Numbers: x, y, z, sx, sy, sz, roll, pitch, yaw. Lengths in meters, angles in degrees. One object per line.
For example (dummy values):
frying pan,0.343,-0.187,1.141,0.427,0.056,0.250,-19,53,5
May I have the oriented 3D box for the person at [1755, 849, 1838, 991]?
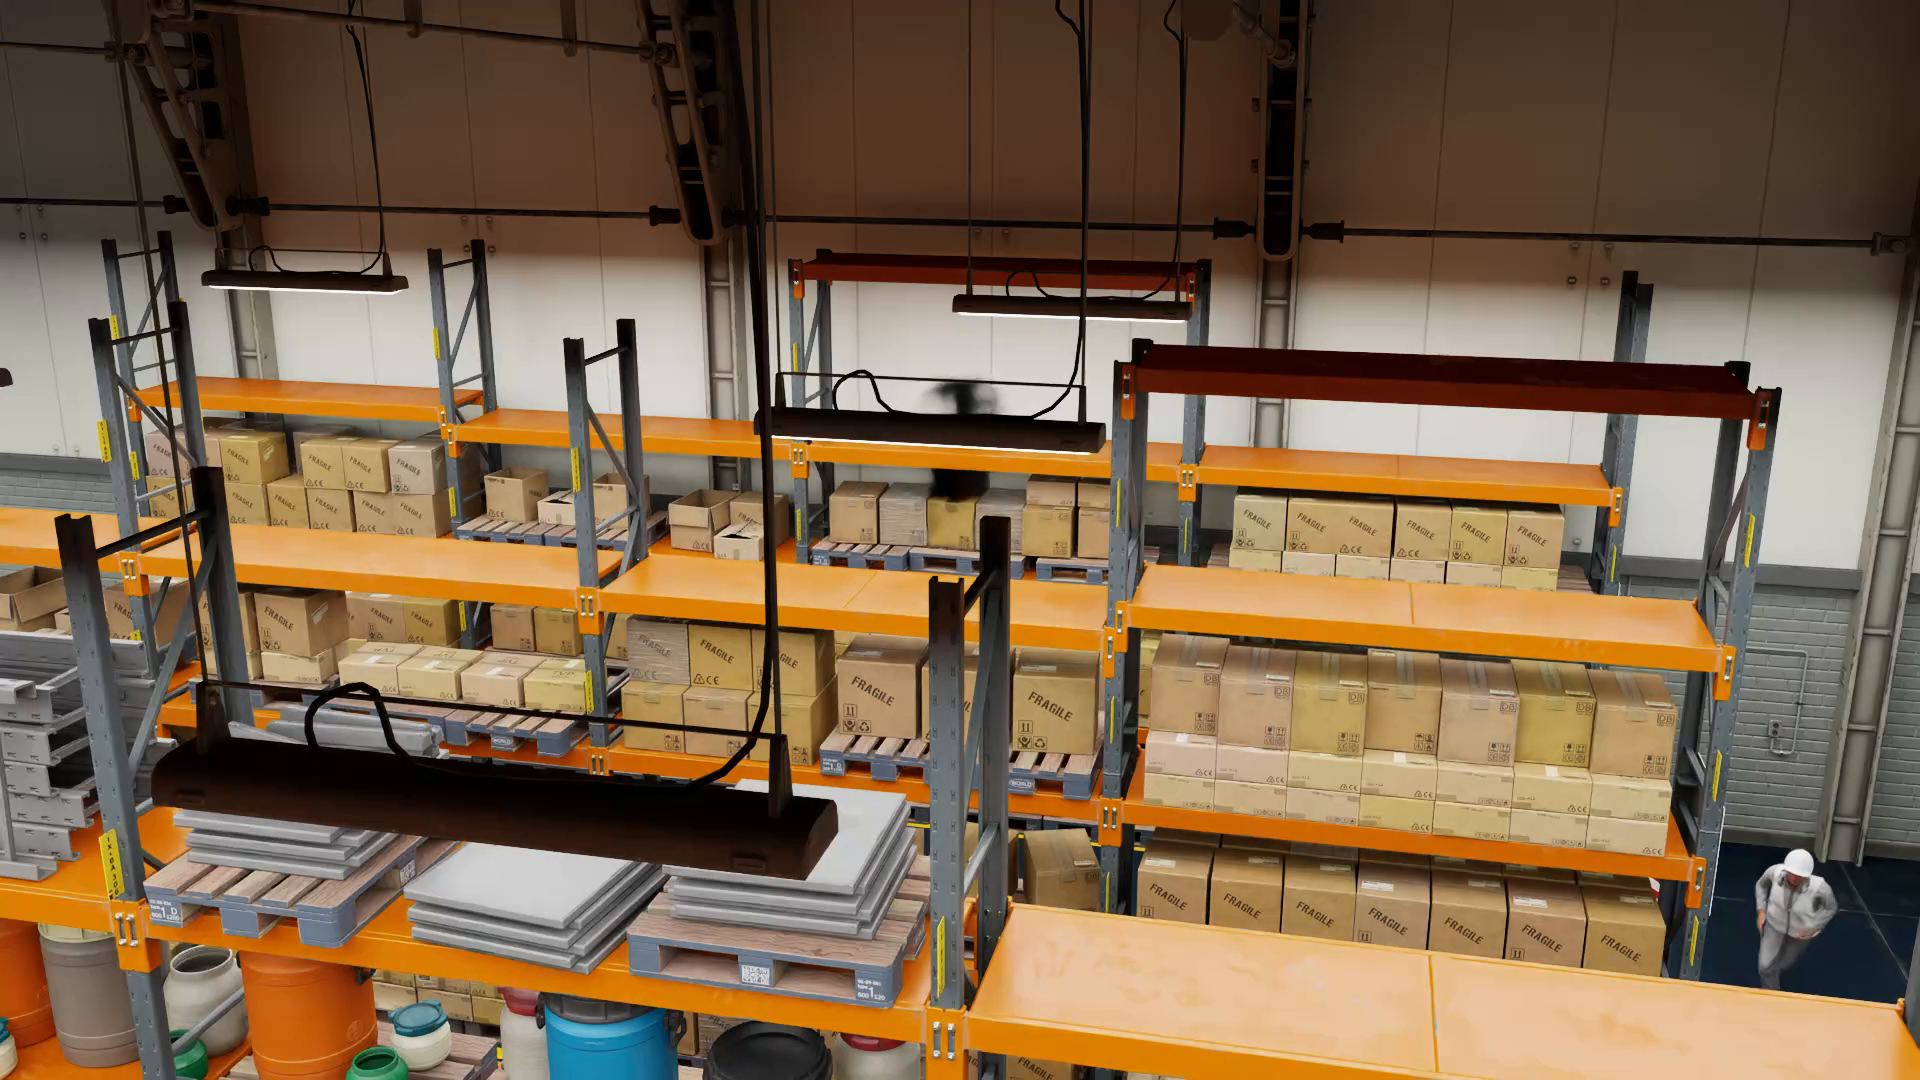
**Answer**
person,7.152,3.279,14.272,0.648,1.642,1.024,11,20,33
